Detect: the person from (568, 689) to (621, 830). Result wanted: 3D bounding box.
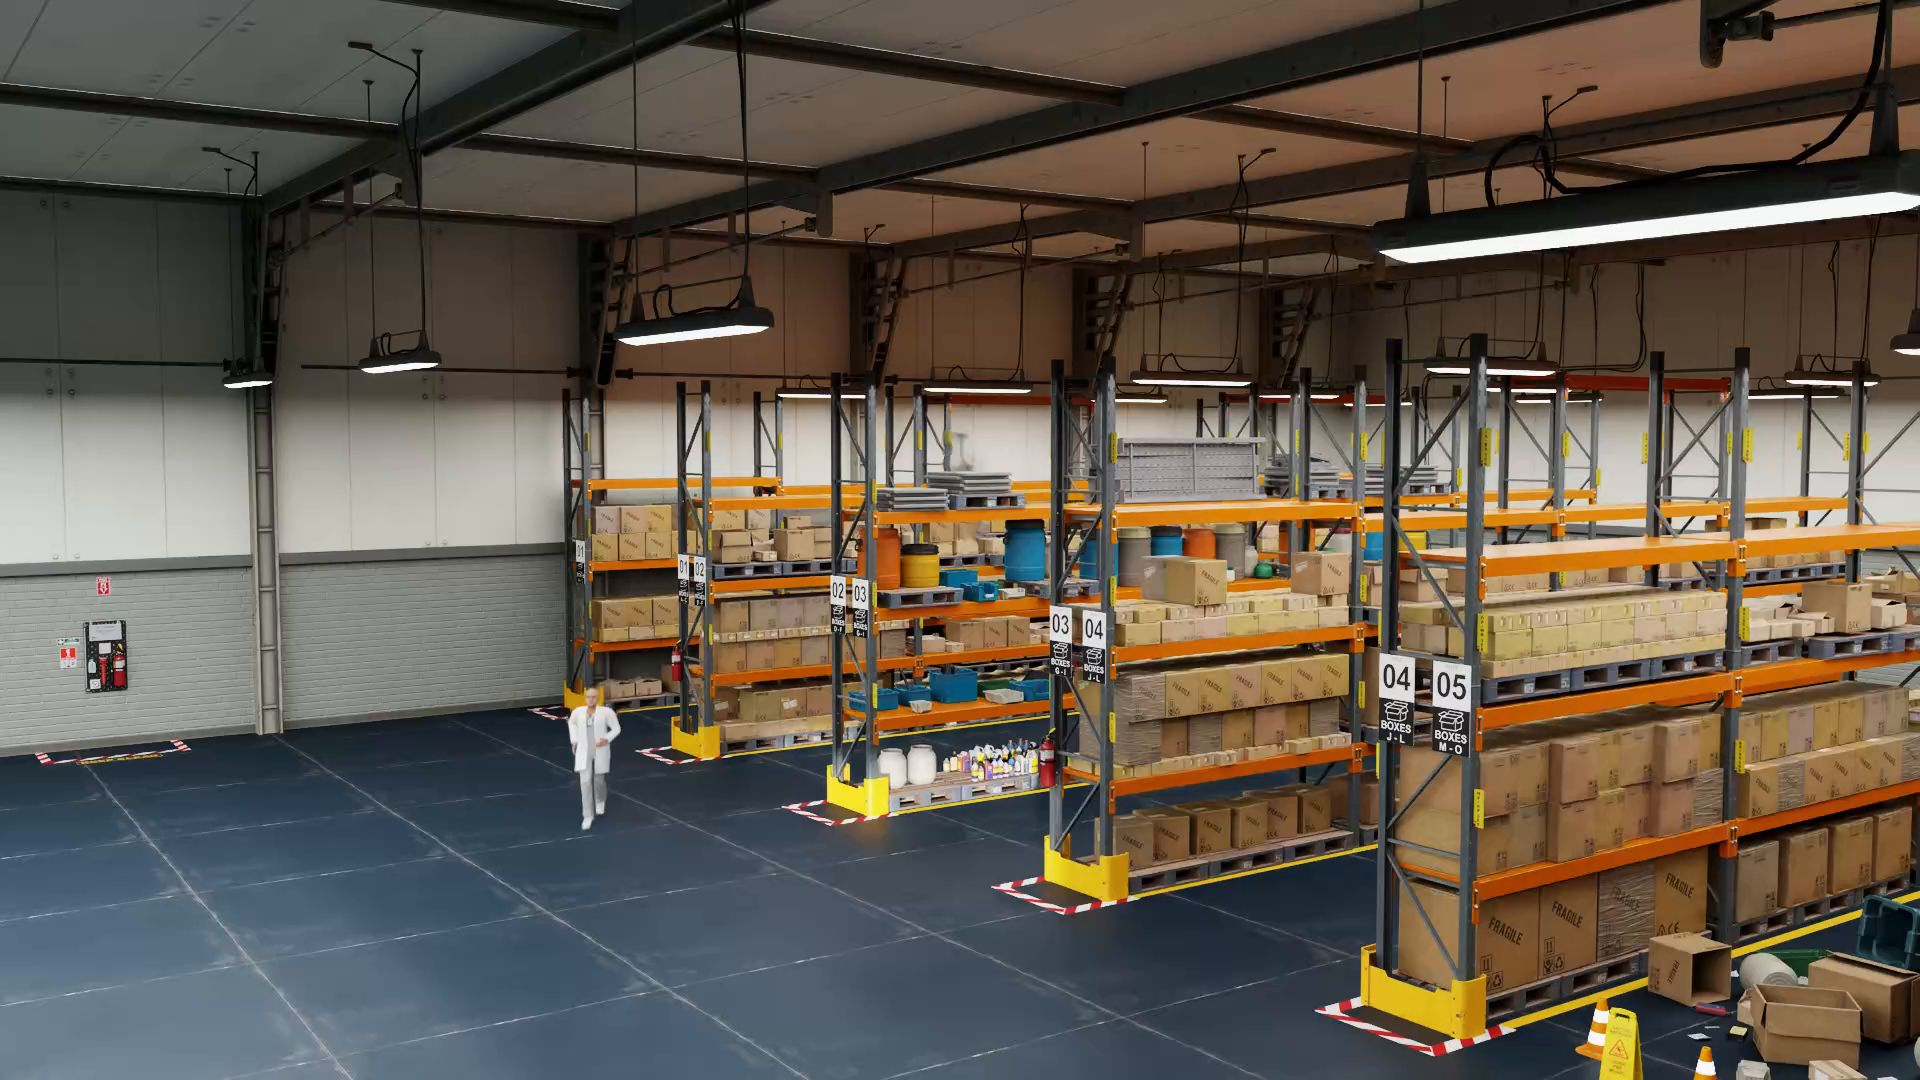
[{"bbox_3d":[-4.858,2.859,22.087,0.712,1.798,0.993,0,4,-5],"label":"person"}]
